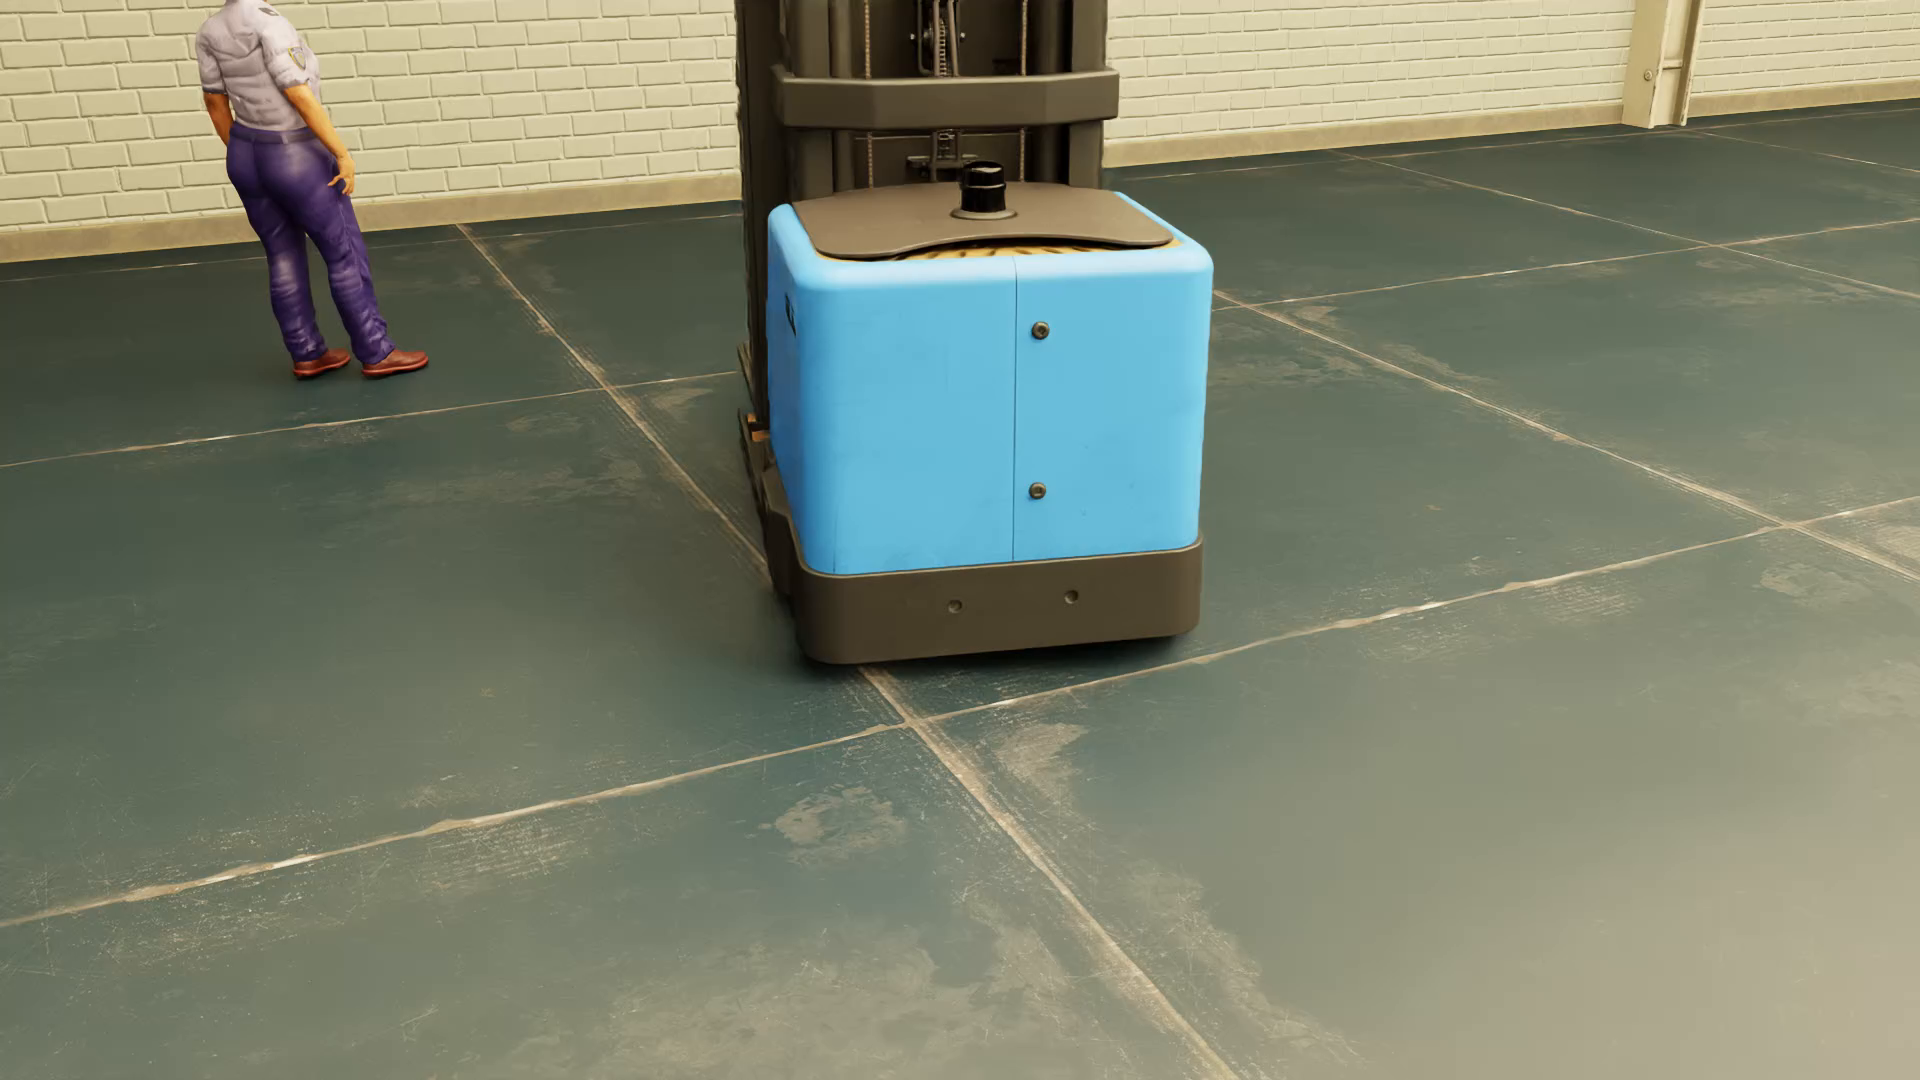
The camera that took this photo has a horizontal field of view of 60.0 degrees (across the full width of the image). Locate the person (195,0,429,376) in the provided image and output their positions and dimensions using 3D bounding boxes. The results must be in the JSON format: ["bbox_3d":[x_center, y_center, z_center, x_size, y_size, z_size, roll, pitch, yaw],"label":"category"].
[{"bbox_3d":[-2.530,-1.449,6.431,0.596,1.651,0.503,10,24,22],"label":"person"}]

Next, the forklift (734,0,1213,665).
[{"bbox_3d":[-0.158,-1.576,5.080,1.130,2.935,3.031,-4,23,-10],"label":"forklift"}]
